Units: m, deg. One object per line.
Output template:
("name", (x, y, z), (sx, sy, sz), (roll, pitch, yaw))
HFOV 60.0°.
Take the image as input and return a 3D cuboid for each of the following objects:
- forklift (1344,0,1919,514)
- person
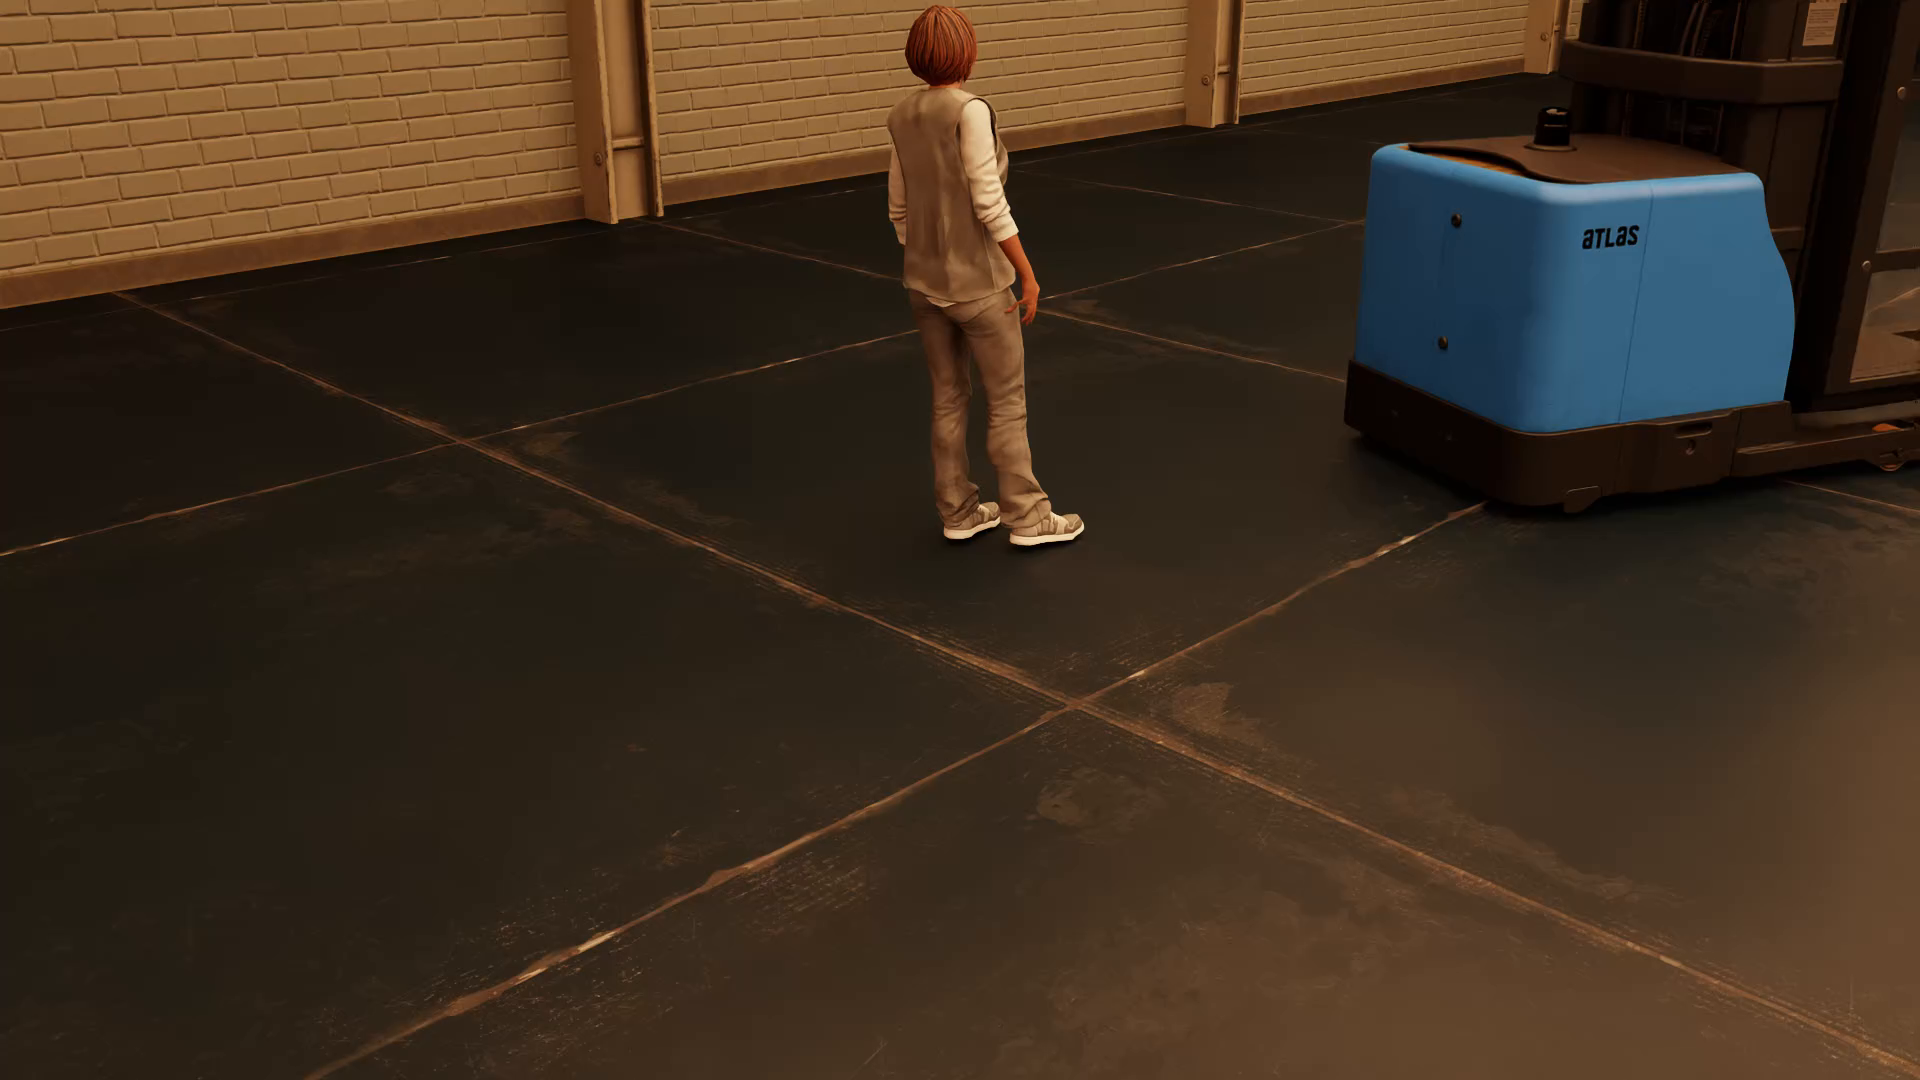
("forklift", (2.984, -1.774, 5.723), (3.031, 2.935, 1.130), (-8, 23, -20))
("person", (0.062, -0.765, 4.964), (0.520, 1.597, 0.475), (20, 29, 41))
